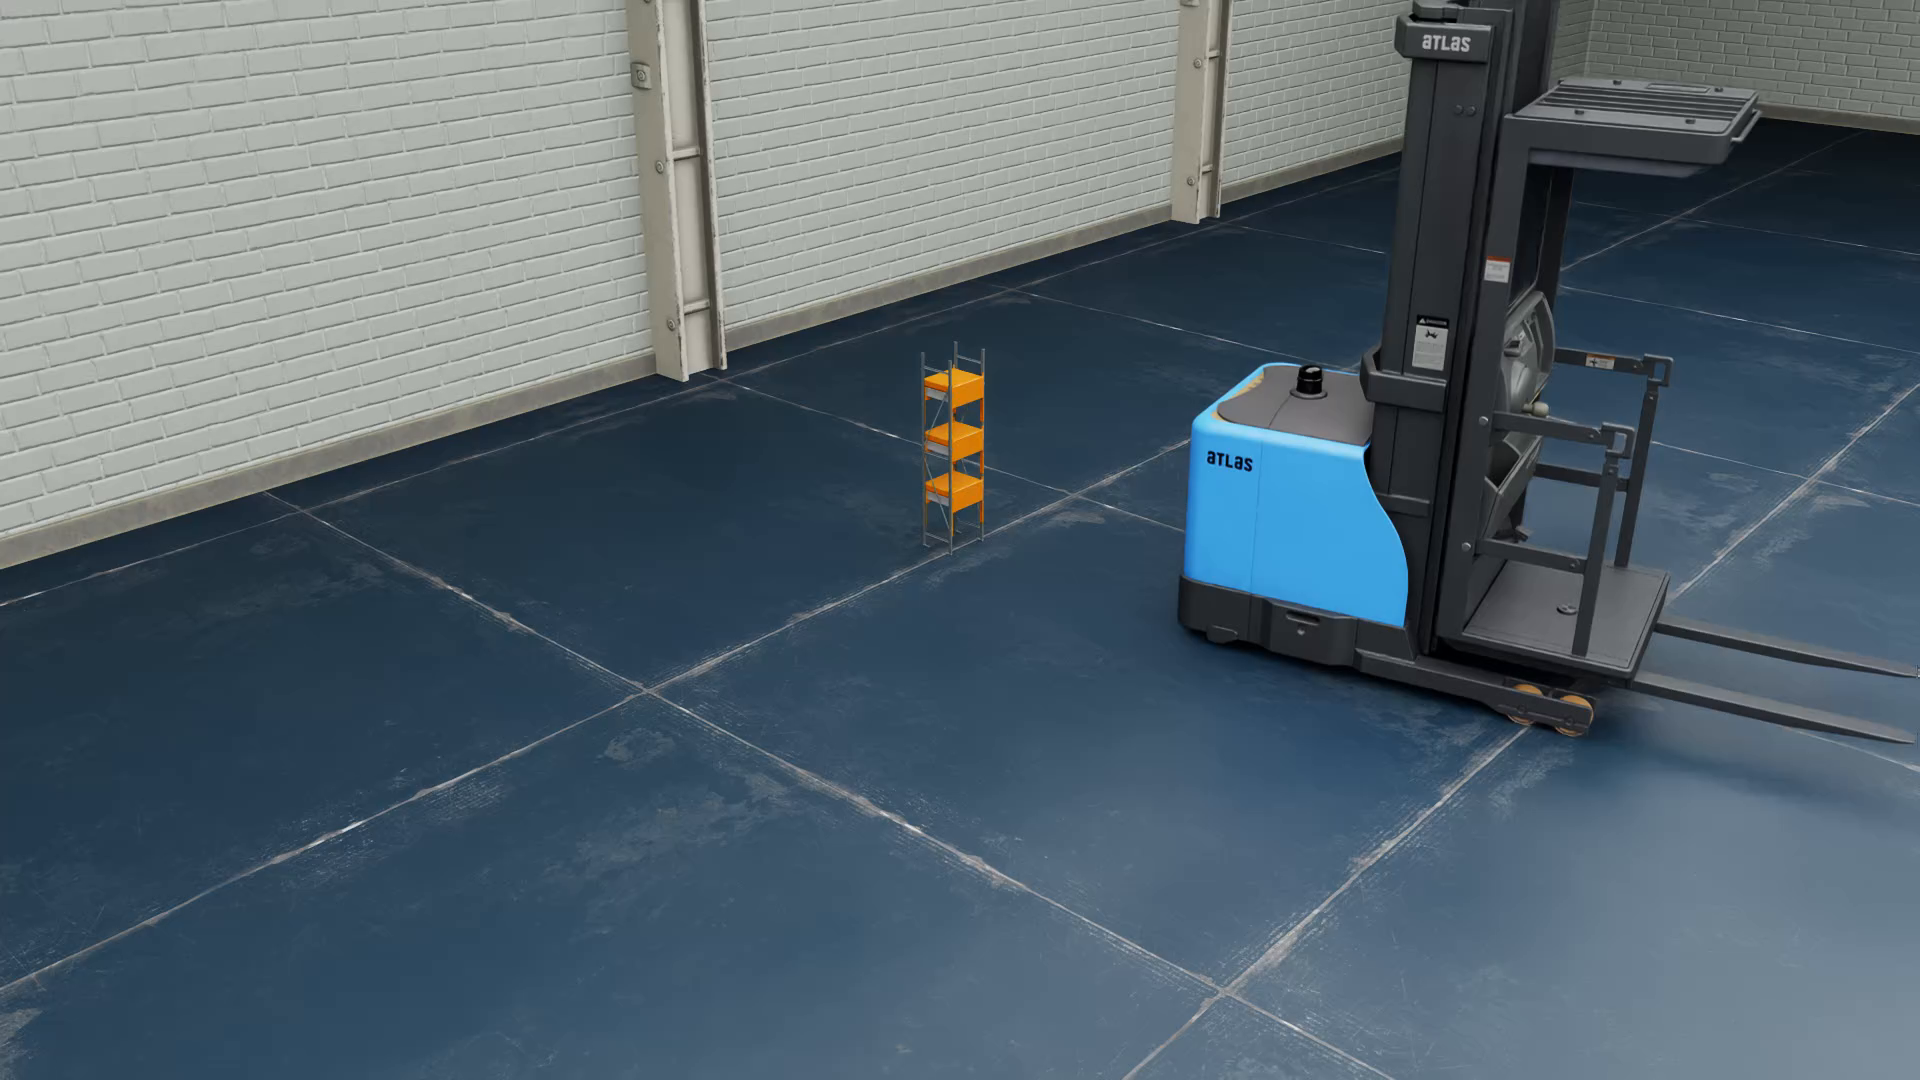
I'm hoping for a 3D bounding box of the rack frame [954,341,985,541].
[{"bbox_3d":[0.046,-0.500,8.582,0.200,1.050,0.008,20,31,38],"label":"rack frame"}]

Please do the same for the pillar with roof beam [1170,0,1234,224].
[{"bbox_3d":[5.377,-5.917,10.948,9.100,9.000,0.400,20,31,38],"label":"pillar with roof beam"}]

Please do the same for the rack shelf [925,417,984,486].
[{"bbox_3d":[-0.036,-0.453,8.503,0.215,0.259,0.240,20,31,38],"label":"rack shelf"}]

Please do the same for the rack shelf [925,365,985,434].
[{"bbox_3d":[-0.036,-0.712,8.387,0.215,0.259,0.240,20,31,38],"label":"rack shelf"}]

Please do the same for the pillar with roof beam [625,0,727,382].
[{"bbox_3d":[1.372,-4.089,6.871,9.100,9.000,0.400,20,31,38],"label":"pillar with roof beam"}]

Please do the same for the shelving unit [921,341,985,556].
[{"bbox_3d":[-0.036,-0.463,8.499,0.215,1.050,0.252,20,31,38],"label":"shelving unit"}]

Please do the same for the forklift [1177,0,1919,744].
[{"bbox_3d":[2.551,-0.768,6.881,3.031,2.935,1.130,13,27,27],"label":"forklift"}]

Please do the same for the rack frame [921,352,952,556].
[{"bbox_3d":[-0.117,-0.426,8.416,0.200,1.050,0.008,20,31,38],"label":"rack frame"}]

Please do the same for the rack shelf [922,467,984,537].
[{"bbox_3d":[-0.036,-0.199,8.617,0.215,0.259,0.240,20,31,38],"label":"rack shelf"}]
